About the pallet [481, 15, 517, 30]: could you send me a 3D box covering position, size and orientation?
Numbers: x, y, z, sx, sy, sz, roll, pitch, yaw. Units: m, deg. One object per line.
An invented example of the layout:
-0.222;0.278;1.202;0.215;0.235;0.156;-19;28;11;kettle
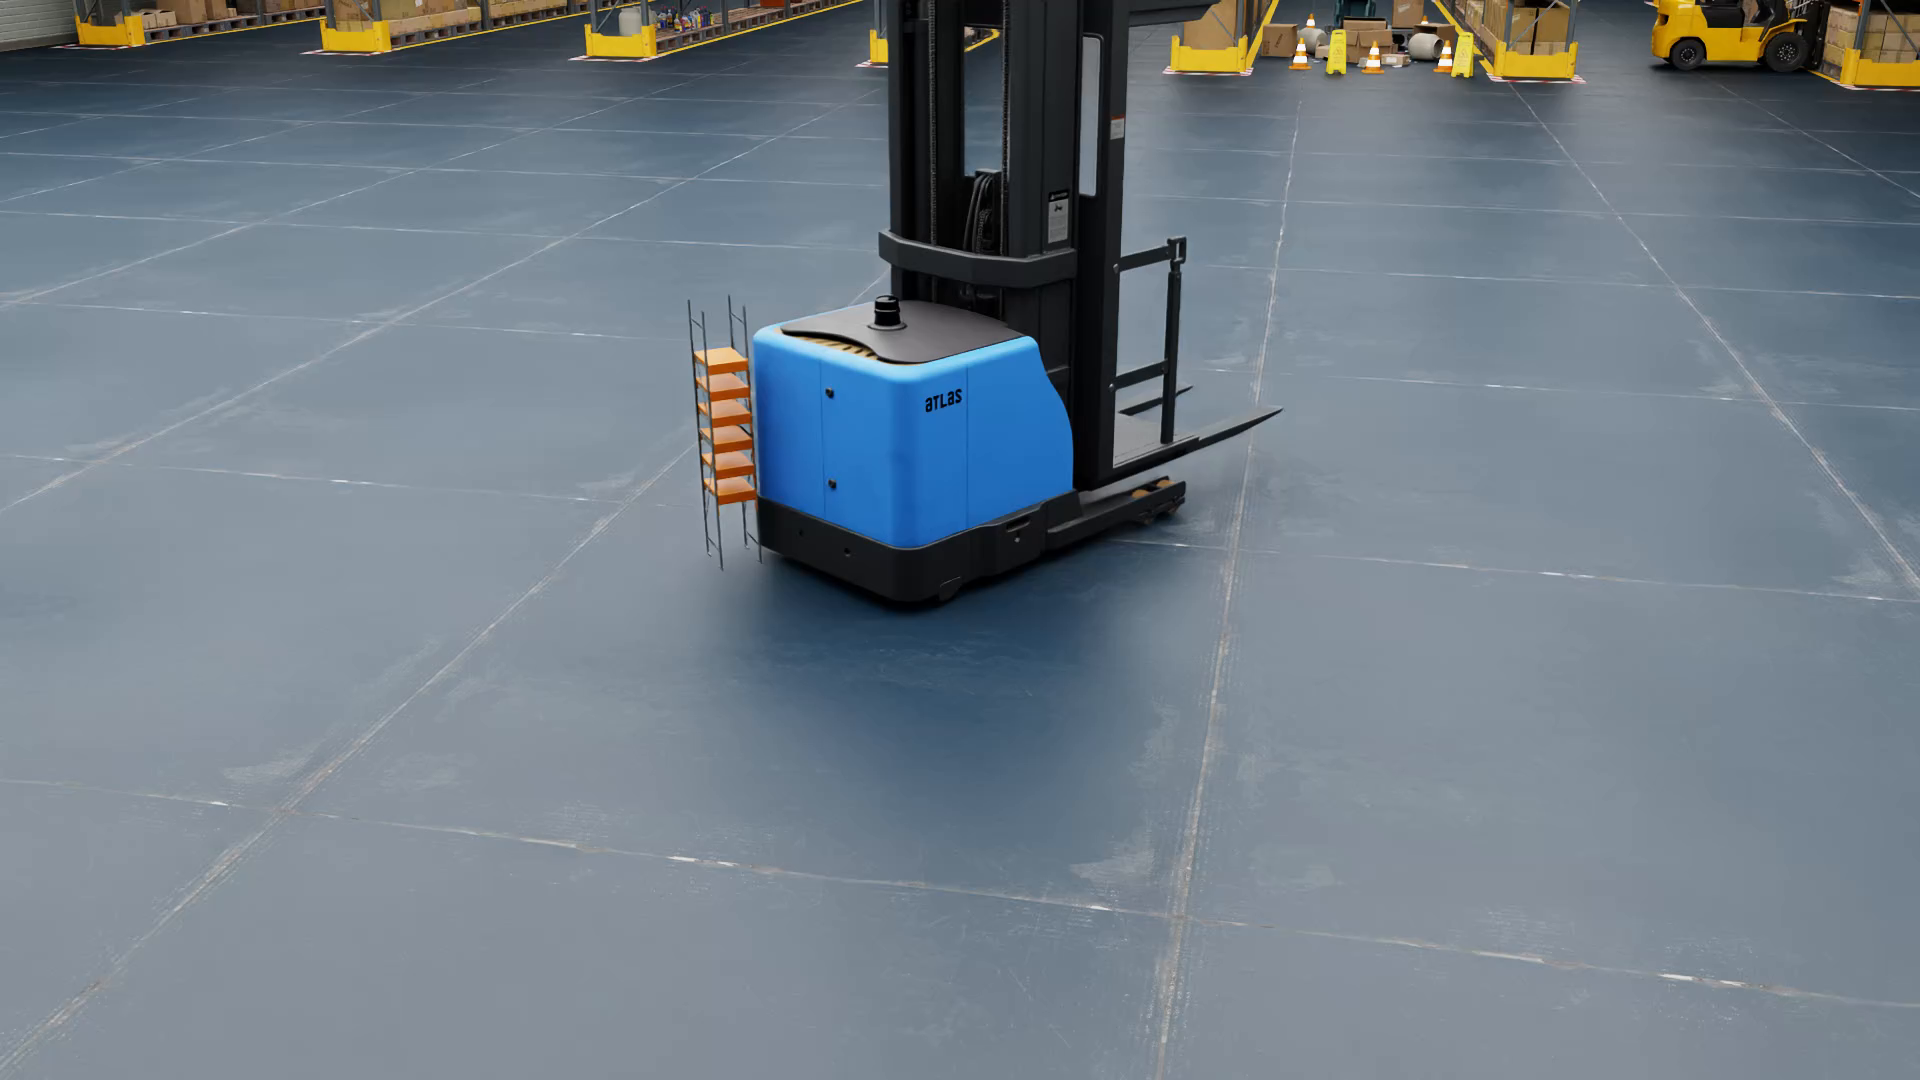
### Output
-9.668;-10.463;33.550;1.003;0.211;1.213;4;22;11;pallet

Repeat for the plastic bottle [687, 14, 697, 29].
-4.923;-9.541;30.585;0.152;0.276;0.135;5;22;12;plastic bottle

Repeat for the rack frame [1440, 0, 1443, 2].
12.067;-14.361;39.496;1.000;3.000;0.127;4;22;11;rack frame

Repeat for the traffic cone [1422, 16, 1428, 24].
8.501;-9.355;30.464;0.336;0.463;0.334;4;22;11;traffic cone

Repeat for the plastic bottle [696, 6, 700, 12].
-4.922;-9.834;31.213;0.144;0.351;0.185;4;22;11;plastic bottle

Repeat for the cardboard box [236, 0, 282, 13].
-14.497;-11.175;34.343;0.700;0.500;0.500;5;23;13;cardboard box

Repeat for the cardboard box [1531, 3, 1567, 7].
9.344;-8.251;26.439;0.500;0.500;0.500;4;22;9;cardboard box

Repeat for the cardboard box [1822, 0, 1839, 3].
13.958;-8.639;27.069;0.500;0.250;0.500;4;22;11;cardboard box

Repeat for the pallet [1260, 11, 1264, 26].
5.729;-10.767;34.306;1.003;0.211;1.213;4;22;11;pallet

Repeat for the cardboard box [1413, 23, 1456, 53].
8.068;-8.526;28.350;0.500;0.500;0.500;-16;27;-35;cardboard box

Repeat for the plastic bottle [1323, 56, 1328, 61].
6.132;-8.015;27.674;0.133;0.061;0.283;-3;22;-8;plastic bottle

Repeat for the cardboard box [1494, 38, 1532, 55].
8.709;-7.753;26.208;0.500;0.250;0.500;4;22;11;cardboard box

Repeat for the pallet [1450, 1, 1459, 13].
11.483;-11.876;37.060;1.003;0.211;1.213;4;22;11;pallet

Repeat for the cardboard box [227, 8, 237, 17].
-14.710;-10.552;33.243;0.380;0.166;0.250;2;22;4;cardboard box

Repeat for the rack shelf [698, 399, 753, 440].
-1.048;-0.542;7.387;0.180;0.103;0.258;-10;24;-22;rack shelf

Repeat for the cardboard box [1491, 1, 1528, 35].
8.923;-8.464;26.970;0.500;0.500;0.500;4;22;10;cardboard box

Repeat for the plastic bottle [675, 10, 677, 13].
-5.361;-9.838;31.312;0.061;0.283;0.133;4;22;11;plastic bottle

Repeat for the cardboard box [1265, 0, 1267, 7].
6.375;-11.796;35.911;0.500;0.500;0.500;4;22;10;cardboard box

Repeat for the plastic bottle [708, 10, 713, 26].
-4.707;-9.848;31.338;0.061;0.283;0.133;6;23;14;plastic bottle

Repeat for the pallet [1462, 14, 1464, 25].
10.669;-10.424;33.454;1.003;0.211;1.213;4;22;11;pallet

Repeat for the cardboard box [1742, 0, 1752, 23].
15.154;-9.924;31.096;0.875;0.625;0.625;5;23;13;cardboard box

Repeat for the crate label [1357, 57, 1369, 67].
6.571;-7.689;26.763;0.250;0.136;0.298;-7;23;-17;crate label

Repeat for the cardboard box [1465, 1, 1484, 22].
10.309;-10.205;32.132;0.950;0.372;0.625;3;22;7;cardboard box

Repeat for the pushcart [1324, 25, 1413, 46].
7.376;-8.911;29.475;1.648;0.377;0.936;-3;22;-8;pushcart

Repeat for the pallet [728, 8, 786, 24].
-4.312;-10.994;34.869;1.003;0.211;1.213;4;22;11;pallet

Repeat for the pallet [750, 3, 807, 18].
-3.996;-11.566;36.289;1.003;0.211;1.213;4;22;11;pallet

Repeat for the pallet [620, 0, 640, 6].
-8.277;-12.816;39.393;1.003;0.211;1.213;4;22;11;pallet

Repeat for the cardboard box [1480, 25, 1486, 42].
9.234;-8.696;28.549;0.500;0.250;0.500;3;22;8;cardboard box

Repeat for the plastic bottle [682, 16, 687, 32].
-5.003;-9.345;30.106;0.097;0.271;0.097;0;22;0;plastic bottle

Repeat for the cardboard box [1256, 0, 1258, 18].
5.356;-10.711;32.882;1.050;0.750;0.750;4;22;10;cardboard box

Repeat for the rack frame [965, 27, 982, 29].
-0.083;-10.727;30.474;1.000;3.000;0.127;4;22;11;rack frame

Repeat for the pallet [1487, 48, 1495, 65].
9.269;-7.983;27.392;1.003;0.211;1.213;4;22;11;pallet

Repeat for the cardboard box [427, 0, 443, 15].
-9.961;-10.016;30.822;0.500;0.500;0.500;4;22;11;cardboard box

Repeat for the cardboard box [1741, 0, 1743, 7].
15.170;-10.264;32.108;0.500;0.500;0.500;5;22;12;cardboard box

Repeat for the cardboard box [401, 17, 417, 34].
-10.171;-9.303;30.055;0.500;0.250;0.500;4;22;11;cardboard box

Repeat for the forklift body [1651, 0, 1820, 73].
12.263;-8.571;26.256;2.313;2.155;1.214;4;22;11;forklift body

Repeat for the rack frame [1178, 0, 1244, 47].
3.936;-8.849;25.812;1.000;3.000;0.127;4;22;11;rack frame

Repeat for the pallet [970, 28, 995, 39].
0.074;-9.719;31.703;1.003;0.211;1.213;4;22;11;pallet

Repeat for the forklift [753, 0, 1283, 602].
0.465;-1.556;7.793;1.130;2.935;3.031;20;29;40;forklift

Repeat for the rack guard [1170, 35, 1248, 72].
3.931;-7.681;26.257;1.175;0.500;0.348;4;22;11;rack guard

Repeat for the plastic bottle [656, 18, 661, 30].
-5.539;-9.462;30.489;0.097;0.201;0.097;0;22;0;plastic bottle

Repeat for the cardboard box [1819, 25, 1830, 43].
13.653;-7.858;25.799;0.500;0.250;0.500;4;22;10;cardboard box

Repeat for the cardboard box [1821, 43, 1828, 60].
13.670;-7.611;25.854;0.500;0.250;0.500;5;22;11;cardboard box

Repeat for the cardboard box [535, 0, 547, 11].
-9.040;-11.283;34.972;0.500;0.250;0.500;5;22;12;cardboard box

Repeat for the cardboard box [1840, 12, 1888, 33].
13.451;-7.707;24.756;0.500;0.250;0.500;5;23;13;cardboard box

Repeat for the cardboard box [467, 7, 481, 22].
-9.661;-10.217;32.326;0.500;0.250;0.500;4;22;11;cardboard box

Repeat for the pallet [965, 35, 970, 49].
-0.432;-8.738;29.268;1.003;0.211;1.213;4;22;11;pallet

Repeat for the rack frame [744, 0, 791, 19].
-4.116;-12.568;35.044;1.000;3.000;0.127;4;22;11;rack frame

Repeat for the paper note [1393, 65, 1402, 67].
7.046;-7.629;26.756;0.148;0.019;0.142;-3;22;-8;paper note

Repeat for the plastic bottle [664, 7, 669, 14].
-5.503;-9.817;31.170;0.144;0.351;0.185;5;22;12;plastic bottle

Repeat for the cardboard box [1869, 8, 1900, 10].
14.156;-8.042;25.586;0.500;0.250;0.500;4;22;11;cardboard box

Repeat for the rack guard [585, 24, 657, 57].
-5.779;-8.514;28.325;1.175;0.500;0.348;4;22;11;rack guard

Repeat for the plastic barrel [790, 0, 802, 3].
-3.802;-12.237;36.889;0.600;0.588;0.708;4;22;11;plastic barrel

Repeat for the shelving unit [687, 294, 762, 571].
-1.047;-0.472;7.416;0.189;1.200;0.258;-10;24;-22;shelving unit
